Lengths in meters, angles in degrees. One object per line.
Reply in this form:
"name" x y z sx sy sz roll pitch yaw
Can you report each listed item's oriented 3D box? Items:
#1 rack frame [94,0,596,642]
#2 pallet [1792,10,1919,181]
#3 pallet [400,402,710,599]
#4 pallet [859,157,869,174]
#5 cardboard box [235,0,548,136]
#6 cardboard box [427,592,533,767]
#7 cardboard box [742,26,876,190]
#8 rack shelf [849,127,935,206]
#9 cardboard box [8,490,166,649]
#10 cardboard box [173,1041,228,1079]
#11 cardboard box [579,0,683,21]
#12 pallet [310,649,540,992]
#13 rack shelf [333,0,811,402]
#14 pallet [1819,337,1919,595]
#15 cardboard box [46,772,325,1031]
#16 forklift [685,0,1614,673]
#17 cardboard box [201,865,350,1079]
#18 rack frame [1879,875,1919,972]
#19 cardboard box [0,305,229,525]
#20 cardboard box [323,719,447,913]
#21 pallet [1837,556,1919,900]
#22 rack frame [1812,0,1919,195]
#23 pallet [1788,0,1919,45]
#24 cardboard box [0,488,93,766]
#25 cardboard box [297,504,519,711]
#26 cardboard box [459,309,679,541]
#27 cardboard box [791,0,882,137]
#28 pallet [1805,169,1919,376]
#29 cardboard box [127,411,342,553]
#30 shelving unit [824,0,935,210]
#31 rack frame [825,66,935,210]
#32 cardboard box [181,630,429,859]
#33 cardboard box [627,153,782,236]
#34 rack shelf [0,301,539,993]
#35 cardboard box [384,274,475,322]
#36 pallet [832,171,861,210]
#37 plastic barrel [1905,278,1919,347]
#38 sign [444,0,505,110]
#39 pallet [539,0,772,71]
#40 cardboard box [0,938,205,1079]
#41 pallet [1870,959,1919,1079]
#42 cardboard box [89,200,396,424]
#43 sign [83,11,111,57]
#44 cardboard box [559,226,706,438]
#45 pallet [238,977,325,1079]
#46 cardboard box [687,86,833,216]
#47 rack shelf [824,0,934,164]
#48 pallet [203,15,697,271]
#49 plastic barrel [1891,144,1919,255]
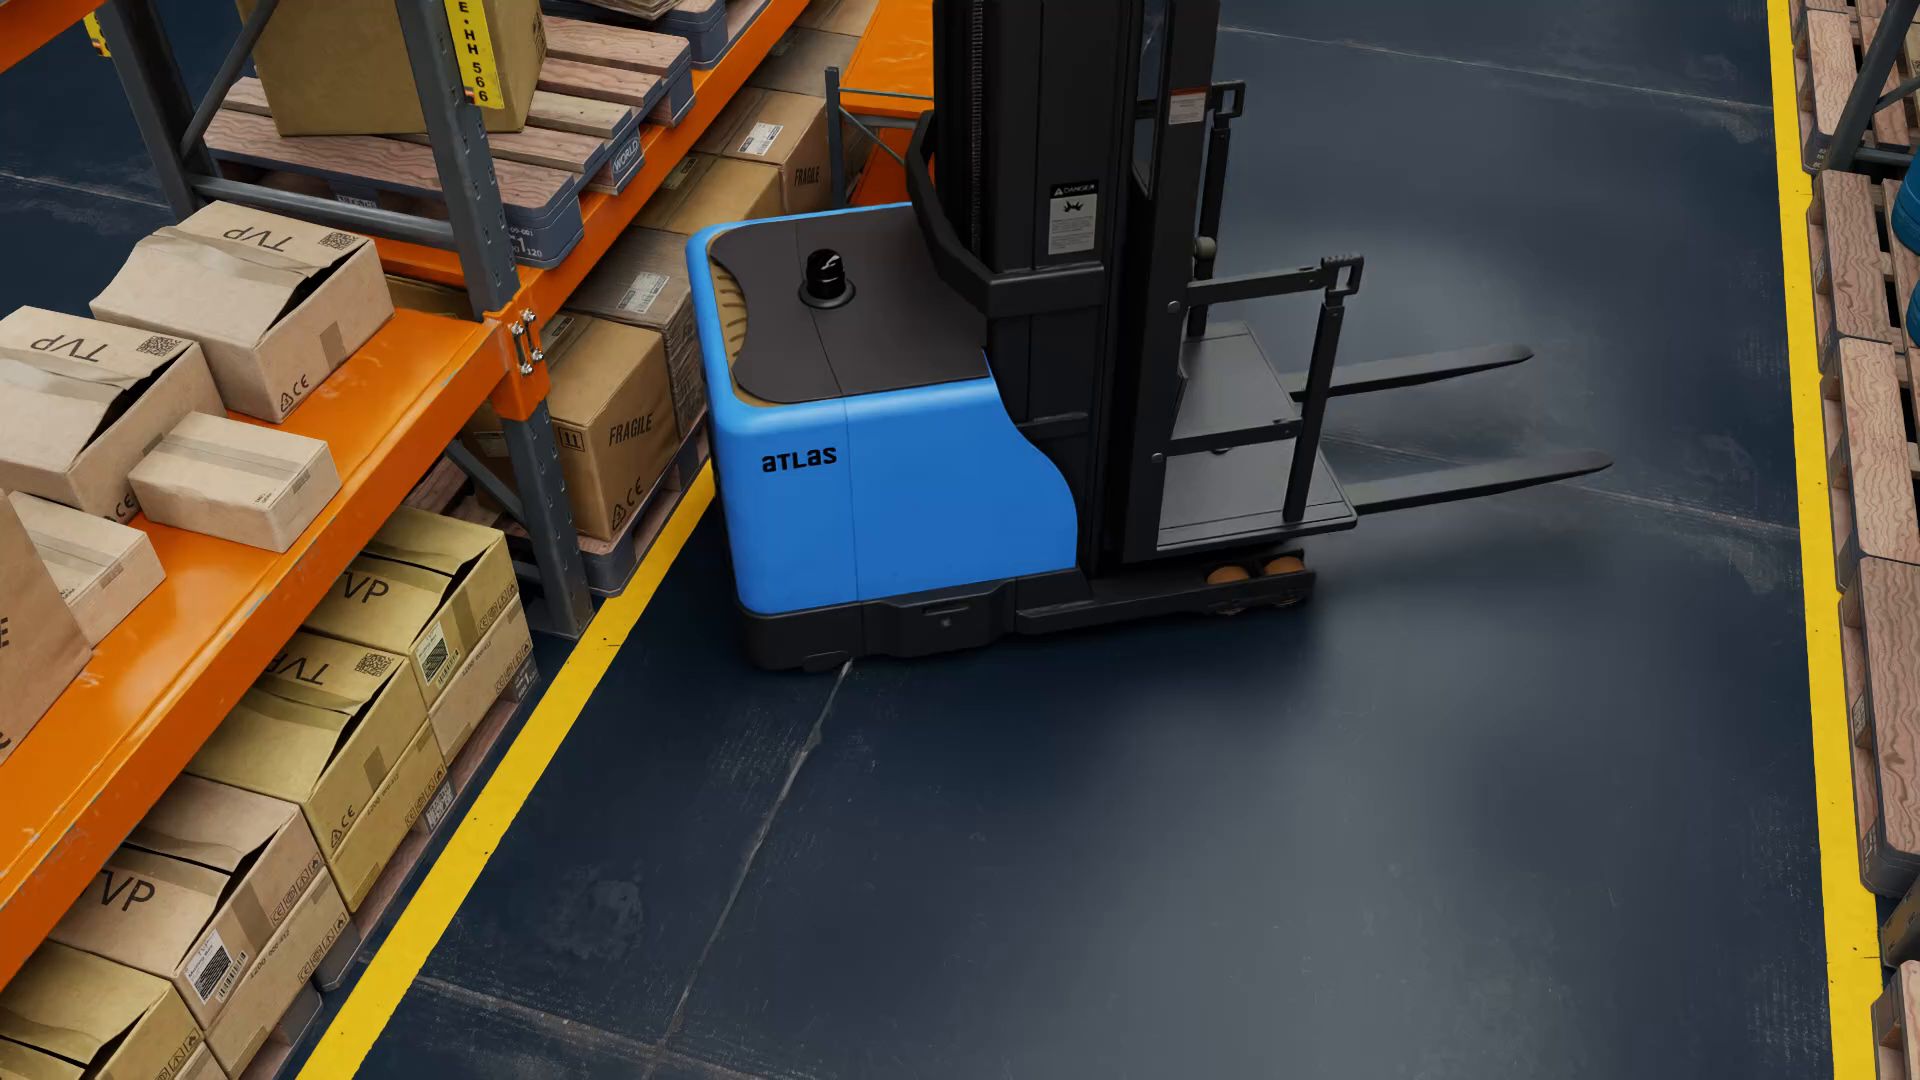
"rack frame" -1.699 -0.888 4.512 1.000 3.000 0.127 13 46 13
"pallet" 4.418 -2.004 7.647 1.003 0.211 1.213 13 46 13
"pallet" -1.437 -0.381 5.988 1.003 0.211 1.213 13 46 13
"pallet" -0.698 -2.007 7.650 1.003 0.211 1.213 13 46 13
"cardboard box" -1.616 -1.517 4.784 0.700 0.500 0.500 -1 44 -1
"cardboard box" -1.626 0.347 4.916 0.500 0.250 0.500 14 46 13
"cardboard box" -0.674 -1.766 6.883 0.500 0.500 0.500 13 46 13
"rack shelf" -0.130 -1.396 6.722 0.538 0.278 1.000 8 45 8
"cardboard box" -2.031 0.064 3.719 0.380 0.149 0.250 16 47 15
"cardboard box" -2.087 1.370 3.871 0.500 0.250 0.500 13 46 13
"cardboard box" -1.157 -2.086 5.366 0.700 0.500 0.500 21 48 20
"pallet" -1.985 0.649 4.935 1.003 0.211 1.213 13 46 13
"rack shelf" -1.093 -1.964 6.126 1.077 0.370 4.000 13 46 13
"pallet" 3.591 -0.184 5.787 1.003 0.211 1.213 13 46 13
"cardboard box" -1.929 0.829 4.022 0.500 0.311 0.500 12 46 12
"forklift" 0.696 -1.157 4.836 3.031 2.935 1.130 -9 45 -9
"cardboard box" -1.934 1.026 4.222 0.500 0.250 0.500 14 46 13
"rack frame" 3.021 0.164 3.438 1.000 3.000 0.127 13 46 13
"cardboard box" -2.154 -0.301 3.976 0.500 0.311 0.500 12 46 12
"cardboard box" -1.778 0.692 4.564 0.500 0.250 0.500 12 46 12
"pallet" 3.220 0.626 4.959 1.003 0.211 1.213 13 46 13
"rack frame" 4.232 -2.502 6.162 1.000 3.000 0.127 13 46 13
"pallet" 4.785 -2.820 8.481 1.003 0.211 1.213 13 46 13
"cardboard box" -2.191 0.198 3.331 0.500 0.500 0.500 10 45 10
"cardboard box" -1.623 0.146 4.721 0.500 0.311 0.500 14 46 14
"cardboard box" -1.289 -0.394 5.481 0.500 0.500 0.500 14 46 14
"cardboard box" -0.522 -2.100 7.224 0.500 0.500 0.500 13 46 13
"pallet" 3.959 -1.000 6.621 1.003 0.211 1.213 13 46 13
"cardboard box" -1.708 -0.140 3.928 0.380 0.149 0.250 13 46 13
"shelving unit" -0.130 -1.571 6.551 0.538 1.125 1.048 8 45 8
"rack frame" -0.226 -1.221 6.194 0.500 1.125 0.032 8 45 8
"cardboard box" -1.774 0.494 4.366 0.500 0.311 0.500 12 46 12
"cardboard box" -0.979 -1.078 6.179 0.500 0.500 0.500 12 46 12
"rack shelf" -2.305 0.703 3.402 1.077 0.370 4.000 13 46 13
"cardboard box" -1.639 -0.825 5.921 0.500 0.500 0.500 14 46 14
"pallet" -1.065 -1.191 6.816 1.003 0.211 1.213 13 46 13
"plastic barrel" 3.837 -1.071 5.900 0.600 0.901 0.708 13 46 13
"sign" -1.169 -1.186 3.990 0.100 0.325 0.005 13 46 13
"pallet" -1.114 -2.116 5.905 1.003 0.211 1.213 13 46 13
"cardboard box" -2.083 1.163 3.682 0.500 0.311 0.500 14 46 14
"pallet" 2.749 1.669 3.894 1.003 0.211 1.213 13 46 13
"cardboard box" -1.851 -0.623 4.305 0.500 0.311 0.500 15 46 15
"sign" -2.219 -1.382 4.246 0.100 0.325 0.005 13 46 13
"cardboard box" -1.135 -0.745 5.839 0.500 0.500 0.500 11 45 11
"pallet" -2.357 1.460 4.107 1.003 0.211 1.213 13 46 13
"cardboard box" -0.826 -1.427 6.536 0.500 0.500 0.500 11 45 11
"rack shelf" -0.130 -1.780 6.346 0.538 0.278 1.000 8 45 8
"pallet" -1.560 -1.286 5.057 1.213 0.211 1.003 13 46 13
"plastic barrel" 4.051 -1.543 6.383 0.600 0.901 0.708 13 46 13
